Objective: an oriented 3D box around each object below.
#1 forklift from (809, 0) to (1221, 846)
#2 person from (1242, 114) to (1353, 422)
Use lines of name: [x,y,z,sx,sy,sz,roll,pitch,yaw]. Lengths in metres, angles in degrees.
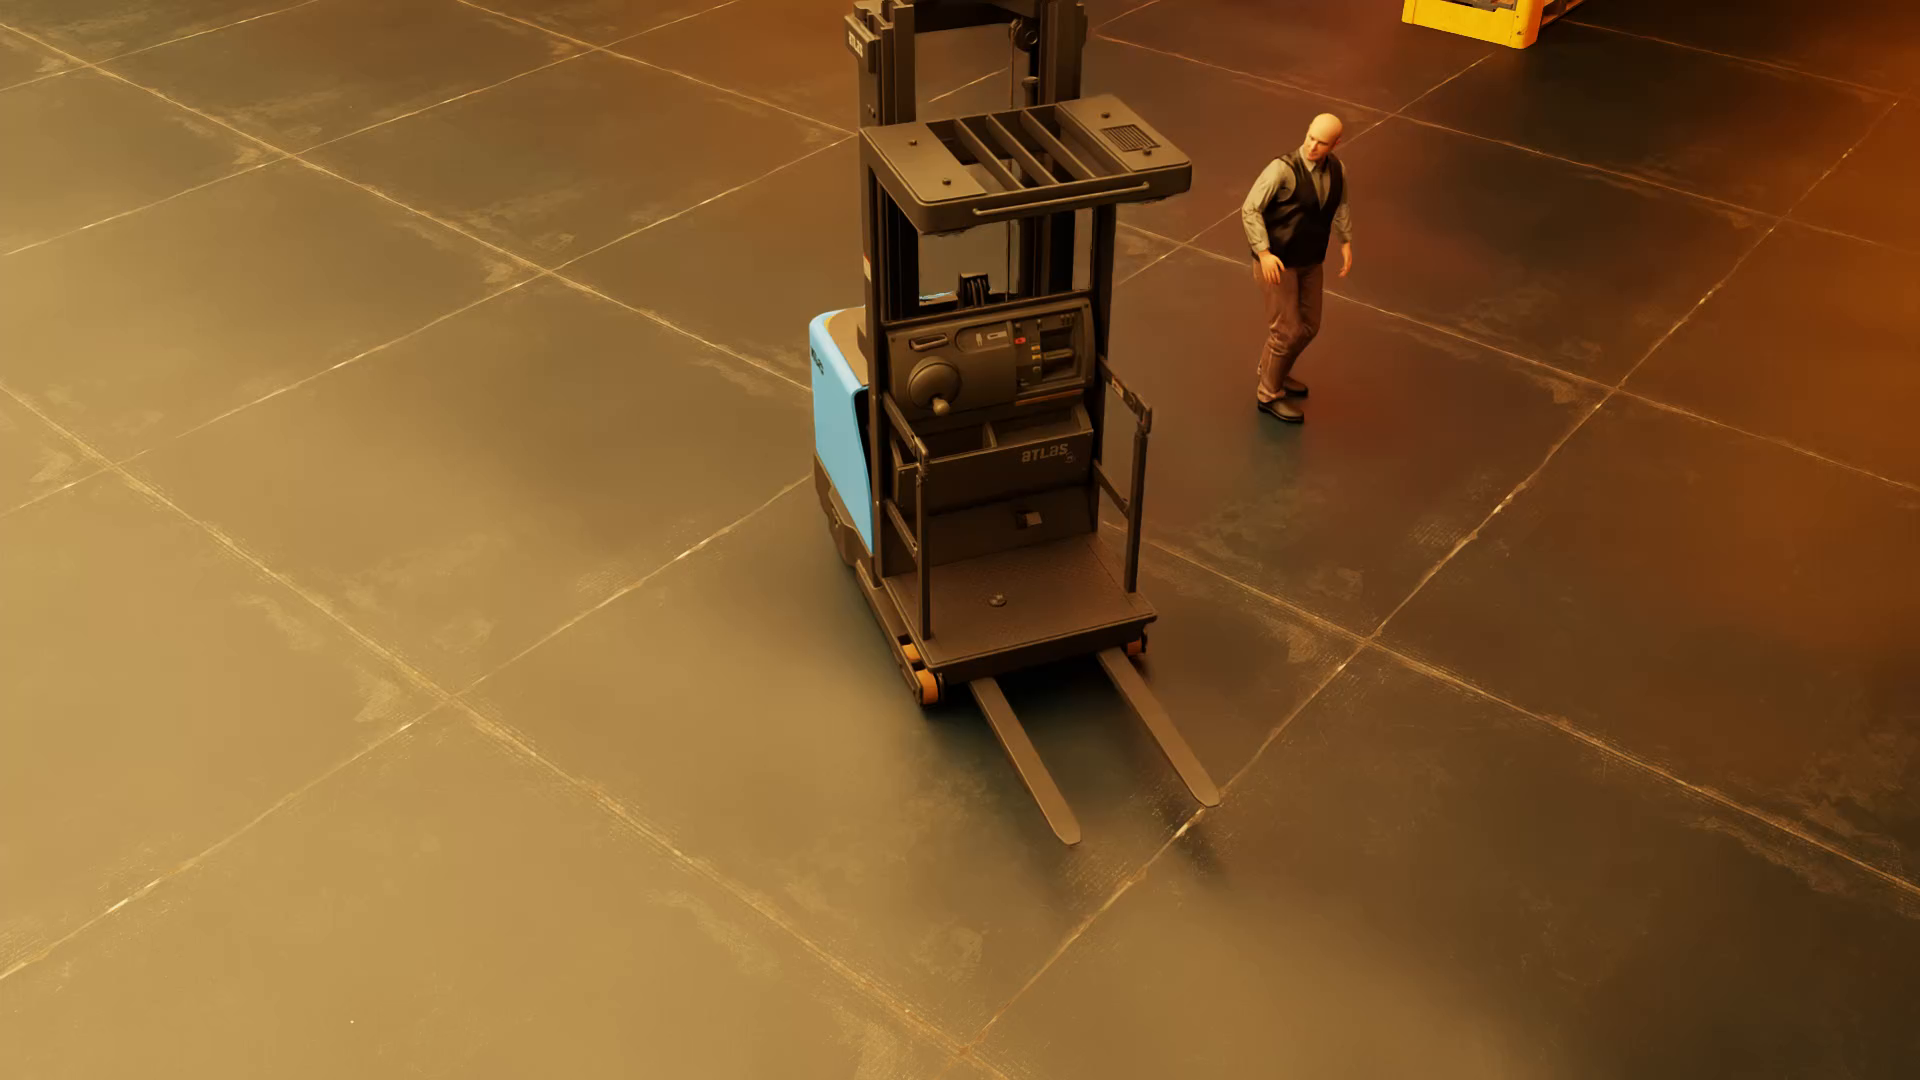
forklift: [0.218,-0.716,7.001,1.130,2.935,3.031,-12,38,-16]
person: [1.904,-1.520,9.161,0.724,1.700,0.511,-26,43,-31]
